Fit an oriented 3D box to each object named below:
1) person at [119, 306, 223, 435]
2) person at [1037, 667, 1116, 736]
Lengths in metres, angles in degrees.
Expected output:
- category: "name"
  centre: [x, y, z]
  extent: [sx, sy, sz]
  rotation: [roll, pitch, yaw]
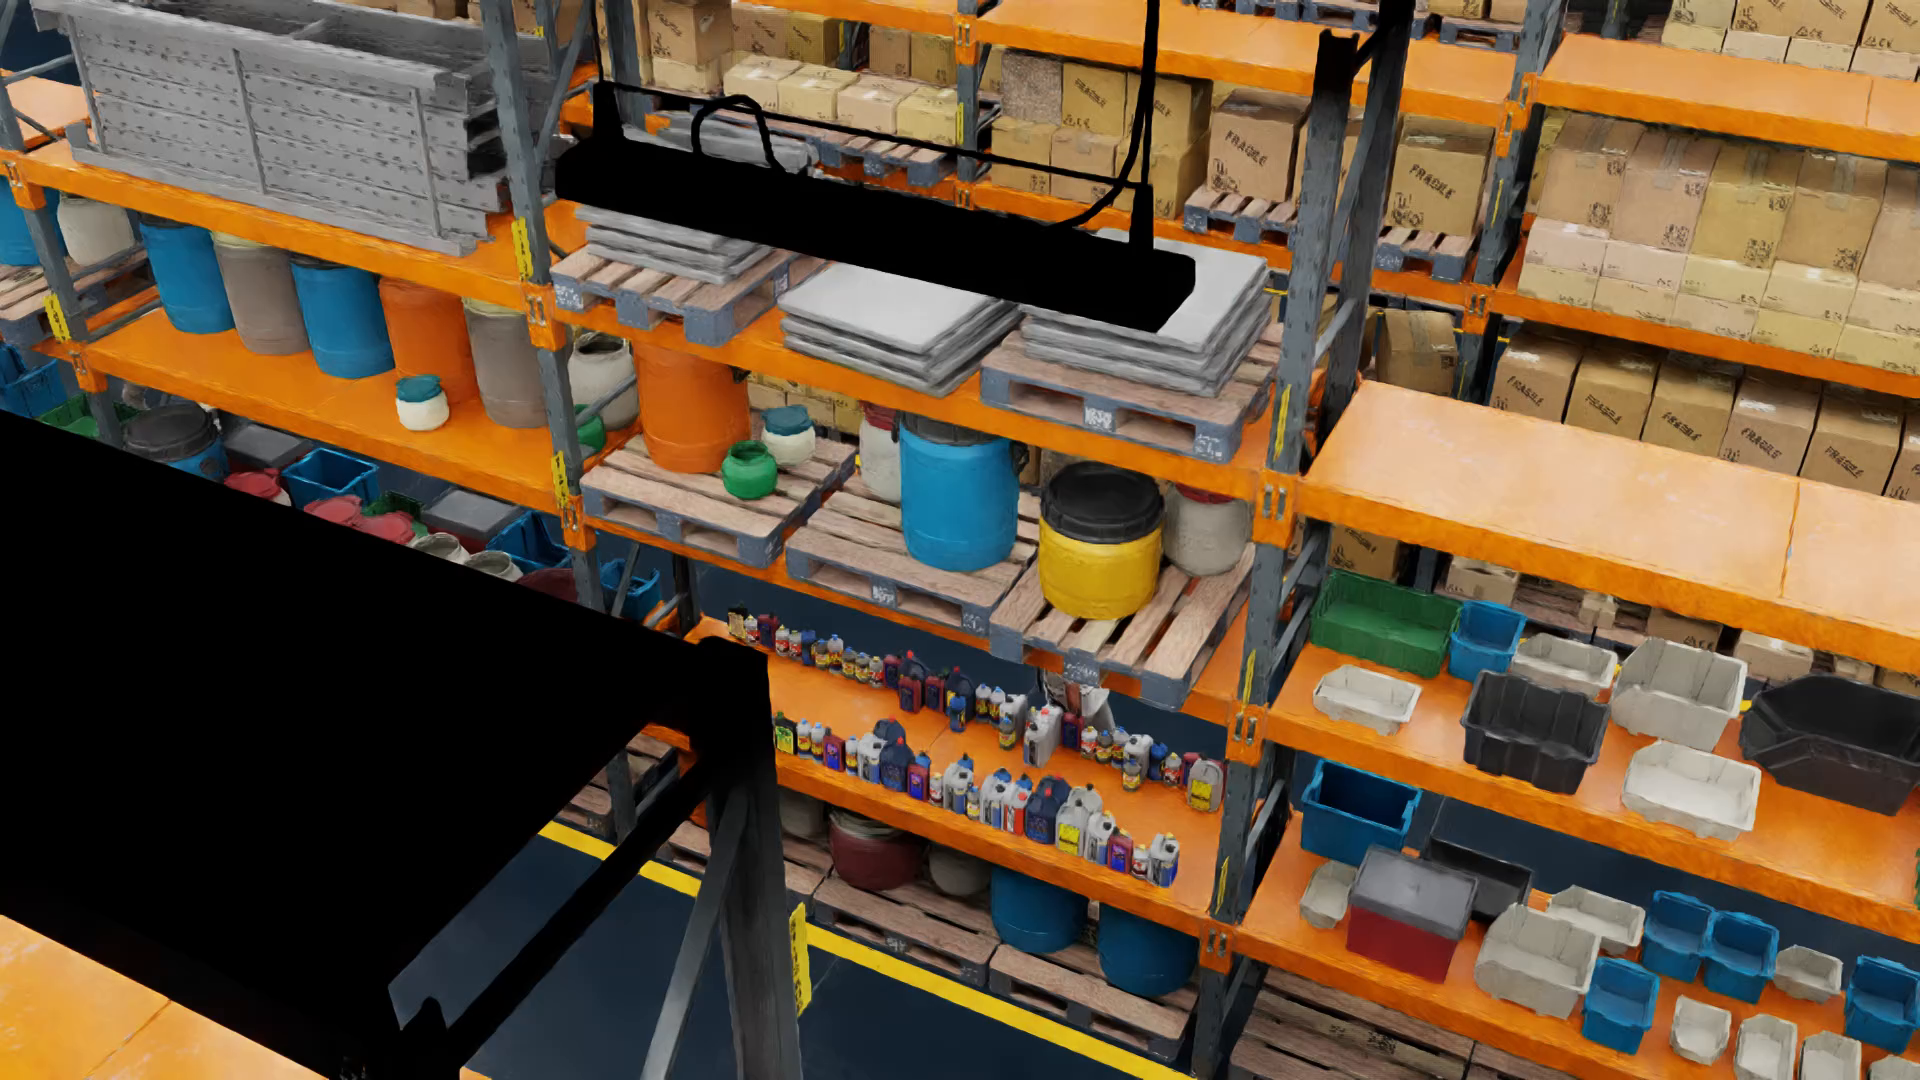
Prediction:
- category: "person"
  centre: [-7.150, -1.675, 14.693]
  extent: [0.778, 1.654, 0.665]
  rotation: [6, 36, 9]
- category: "person"
  centre: [0.730, 0.994, 10.958]
  extent: [1.126, 1.658, 0.542]
  rotation: [18, 39, 24]
